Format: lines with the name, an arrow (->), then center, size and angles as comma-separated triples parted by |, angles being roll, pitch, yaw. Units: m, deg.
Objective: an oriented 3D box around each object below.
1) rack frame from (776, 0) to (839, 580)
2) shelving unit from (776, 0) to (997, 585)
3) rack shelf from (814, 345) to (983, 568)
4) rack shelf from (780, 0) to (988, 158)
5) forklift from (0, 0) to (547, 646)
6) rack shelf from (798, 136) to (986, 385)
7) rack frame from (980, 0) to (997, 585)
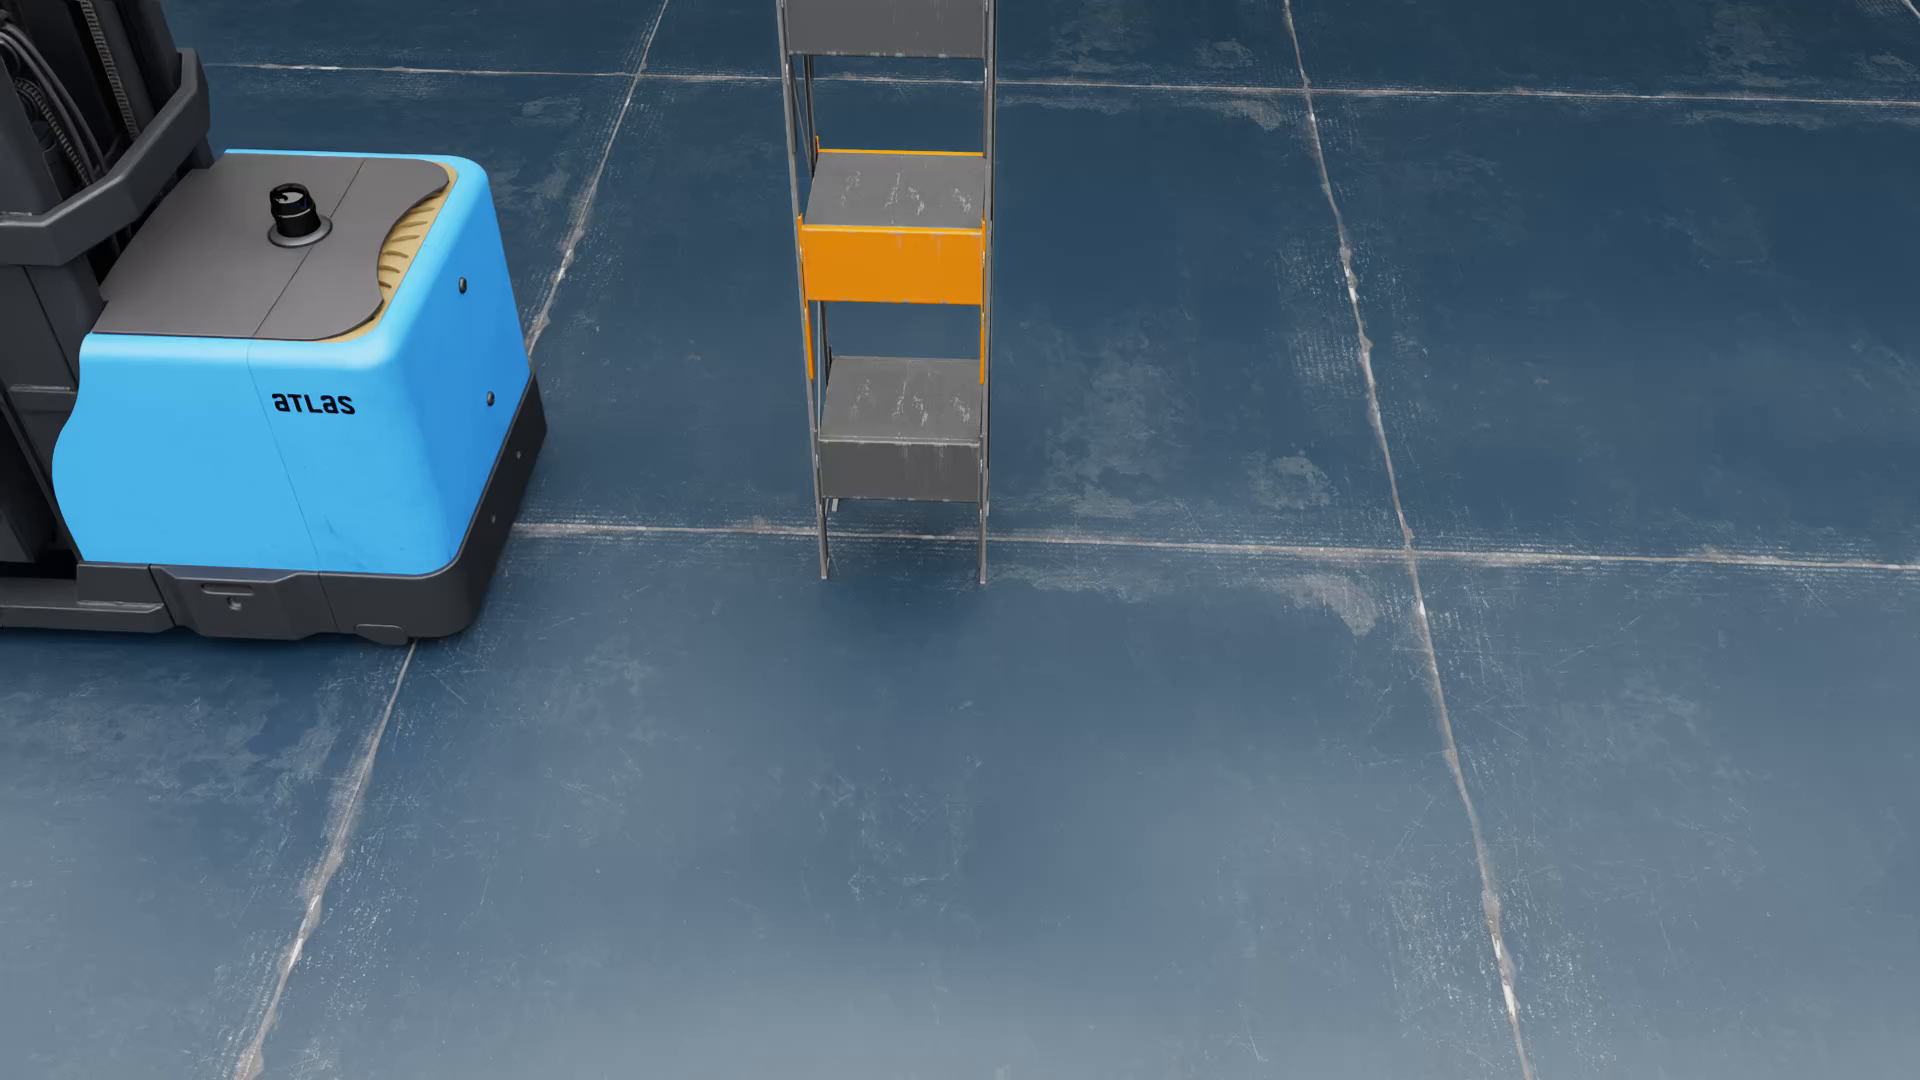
rack frame -> -0.409, -0.781, 4.548 | 0.015, 2.100, 0.400 | 2, 43, 2
shelving unit -> -0.165, -0.773, 4.540 | 0.503, 2.100, 0.431 | 2, 43, 2
rack shelf -> -0.165, -0.251, 5.026 | 0.480, 0.518, 0.431 | 2, 43, 2
rack shelf -> -0.165, -1.276, 4.072 | 0.480, 0.518, 0.431 | 2, 43, 2
forklift -> -2.912, -1.152, 4.336 | 3.031, 2.935, 1.130 | 2, 43, 3
rack shelf -> -0.165, -0.763, 4.549 | 0.480, 0.518, 0.431 | 2, 43, 2
rack frame -> 0.078, -0.766, 4.532 | 0.015, 2.100, 0.400 | 2, 43, 2
